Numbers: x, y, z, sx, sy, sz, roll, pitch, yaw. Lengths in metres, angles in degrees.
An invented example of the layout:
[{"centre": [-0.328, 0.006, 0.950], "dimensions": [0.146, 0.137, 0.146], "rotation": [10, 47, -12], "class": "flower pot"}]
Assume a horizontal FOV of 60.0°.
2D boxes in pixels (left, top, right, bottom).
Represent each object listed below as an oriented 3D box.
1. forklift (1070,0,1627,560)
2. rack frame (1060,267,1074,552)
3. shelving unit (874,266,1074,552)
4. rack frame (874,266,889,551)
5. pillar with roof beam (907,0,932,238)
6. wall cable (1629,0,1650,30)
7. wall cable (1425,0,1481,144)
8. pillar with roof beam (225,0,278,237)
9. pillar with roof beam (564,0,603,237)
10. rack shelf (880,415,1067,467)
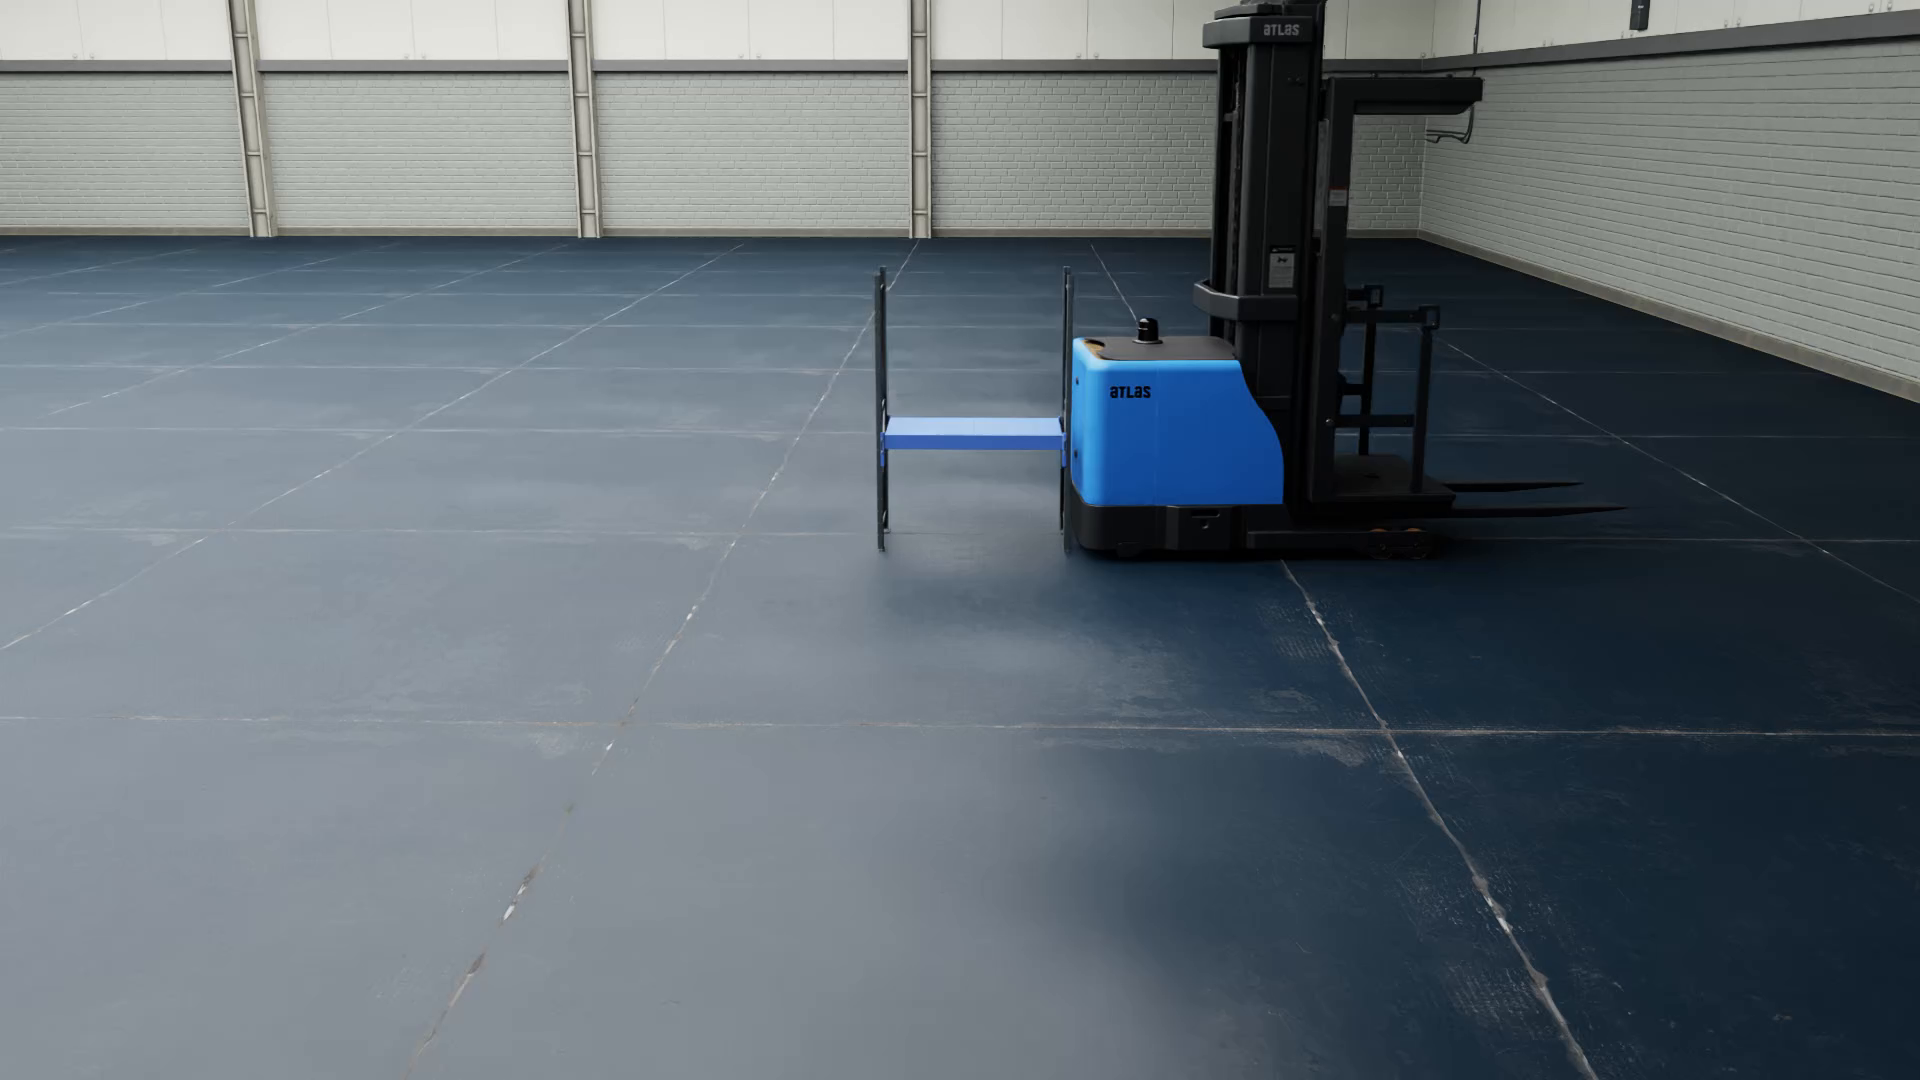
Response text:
[{"centre": [2.144, -1.446, 9.074], "dimensions": [3.031, 2.935, 1.130], "rotation": [-1, 15, -3], "class": "forklift"}, {"centre": [0.585, -0.722, 9.137], "dimensions": [0.032, 1.500, 0.500], "rotation": [0, 15, 1], "class": "rack frame"}, {"centre": [0.076, -0.724, 9.145], "dimensions": [1.048, 1.500, 0.538], "rotation": [0, 15, 1], "class": "shelving unit"}, {"centre": [-0.432, -0.726, 9.153], "dimensions": [0.032, 1.500, 0.500], "rotation": [0, 15, 1], "class": "rack frame"}, {"centre": [-0.822, -8.728, 24.783], "dimensions": [0.400, 9.000, 9.100], "rotation": [0, 15, 1], "class": "pillar with roof beam"}, {"centre": [7.939, -8.654, 17.836], "dimensions": [0.169, 6.003, 2.305], "rotation": [0, 15, 1], "class": "wall cable"}, {"centre": [8.197, -7.929, 27.842], "dimensions": [0.112, 2.526, 3.097], "rotation": [0, 15, 1], "class": "wall cable"}, {"centre": [-12.818, -8.807, 25.080], "dimensions": [0.400, 9.000, 9.100], "rotation": [0, 15, 1], "class": "pillar with roof beam"}, {"centre": [-6.820, -8.768, 24.932], "dimensions": [0.400, 9.000, 9.100], "rotation": [0, 15, 1], "class": "pillar with roof beam"}, {"centre": [0.076, -0.550, 9.191], "dimensions": [1.000, 0.185, 0.538], "rotation": [0, 15, 1], "class": "rack shelf"}]
